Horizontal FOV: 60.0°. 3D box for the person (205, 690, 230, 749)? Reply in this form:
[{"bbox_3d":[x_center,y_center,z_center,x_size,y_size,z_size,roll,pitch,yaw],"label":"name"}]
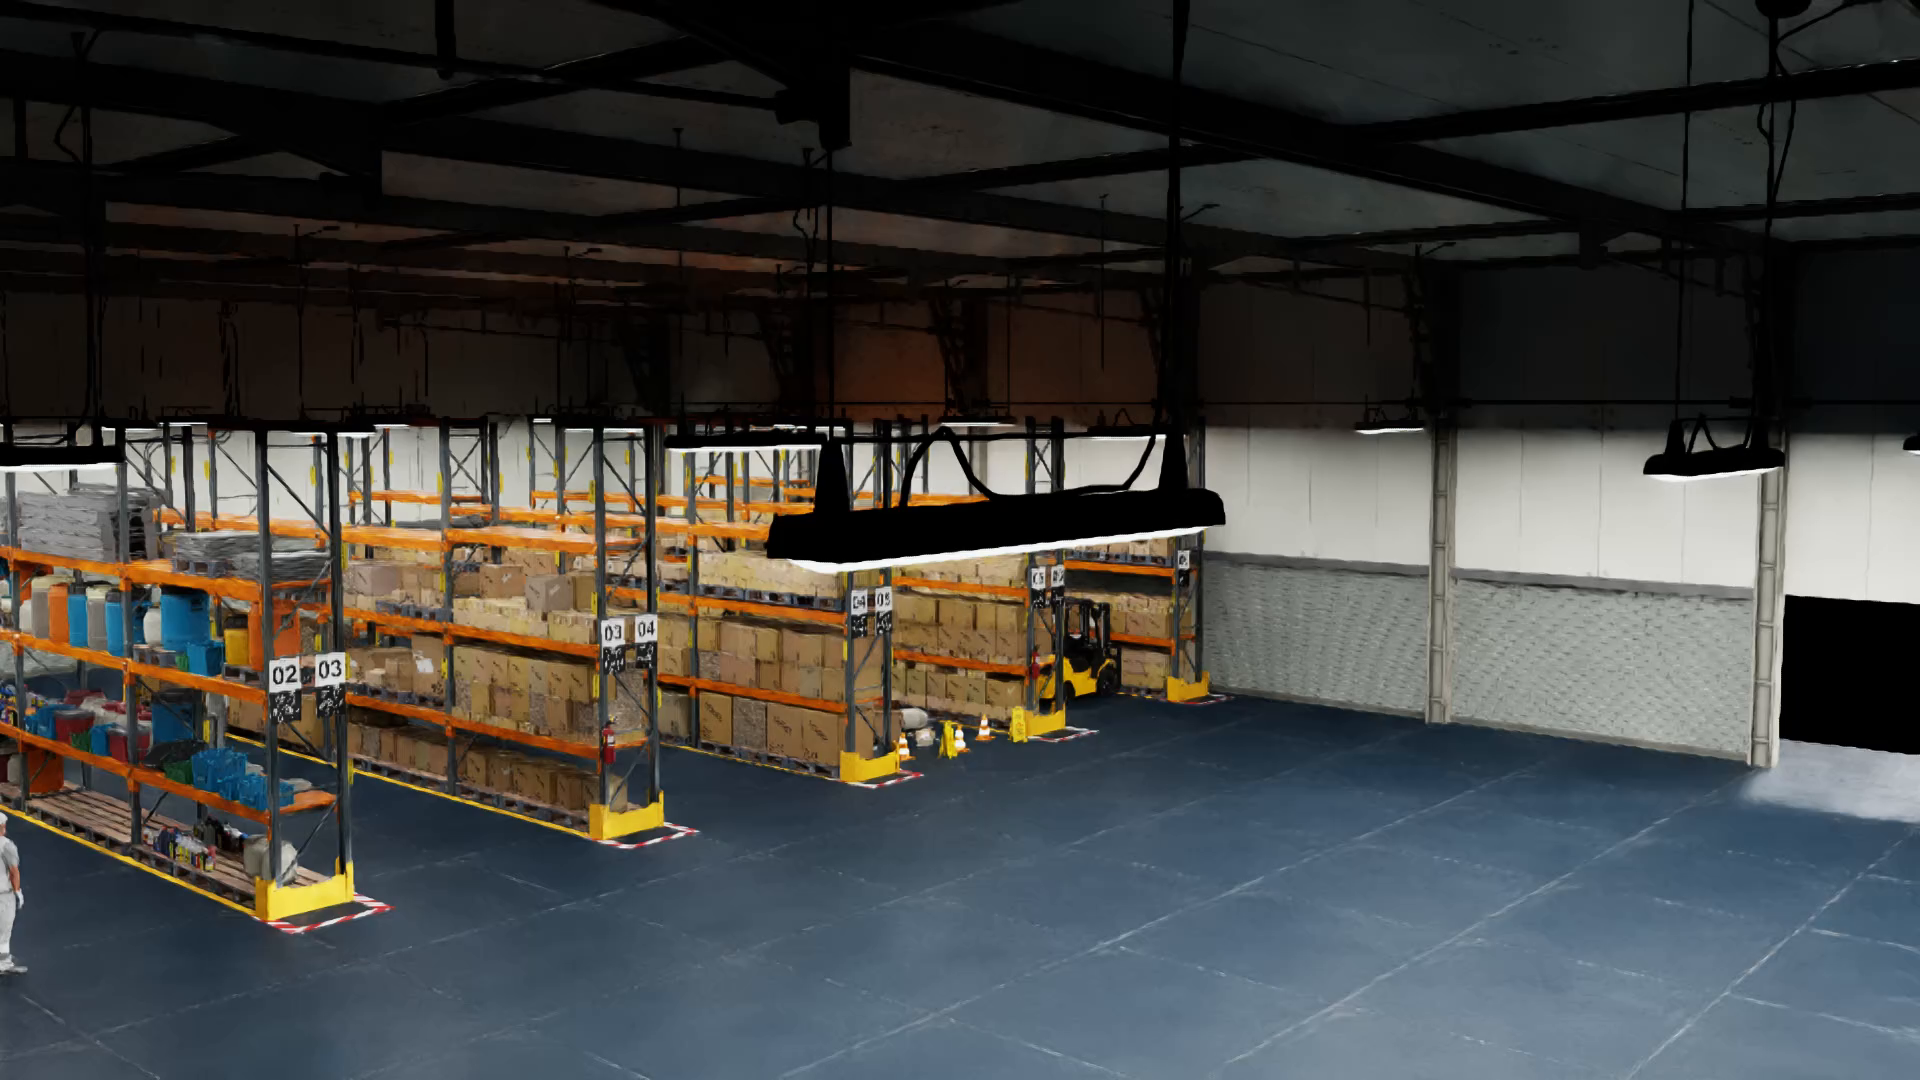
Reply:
[{"bbox_3d":[-13.122,3.082,29.435,0.469,1.589,0.399,1,5,9],"label":"person"}]

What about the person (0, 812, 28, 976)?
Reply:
[{"bbox_3d":[-10.637,3.883,18.444,0.625,1.794,0.468,1,5,15],"label":"person"}]

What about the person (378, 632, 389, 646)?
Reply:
[{"bbox_3d":[-15.082,1.875,43.173,0.613,1.759,0.574,-1,5,-12],"label":"person"}]
